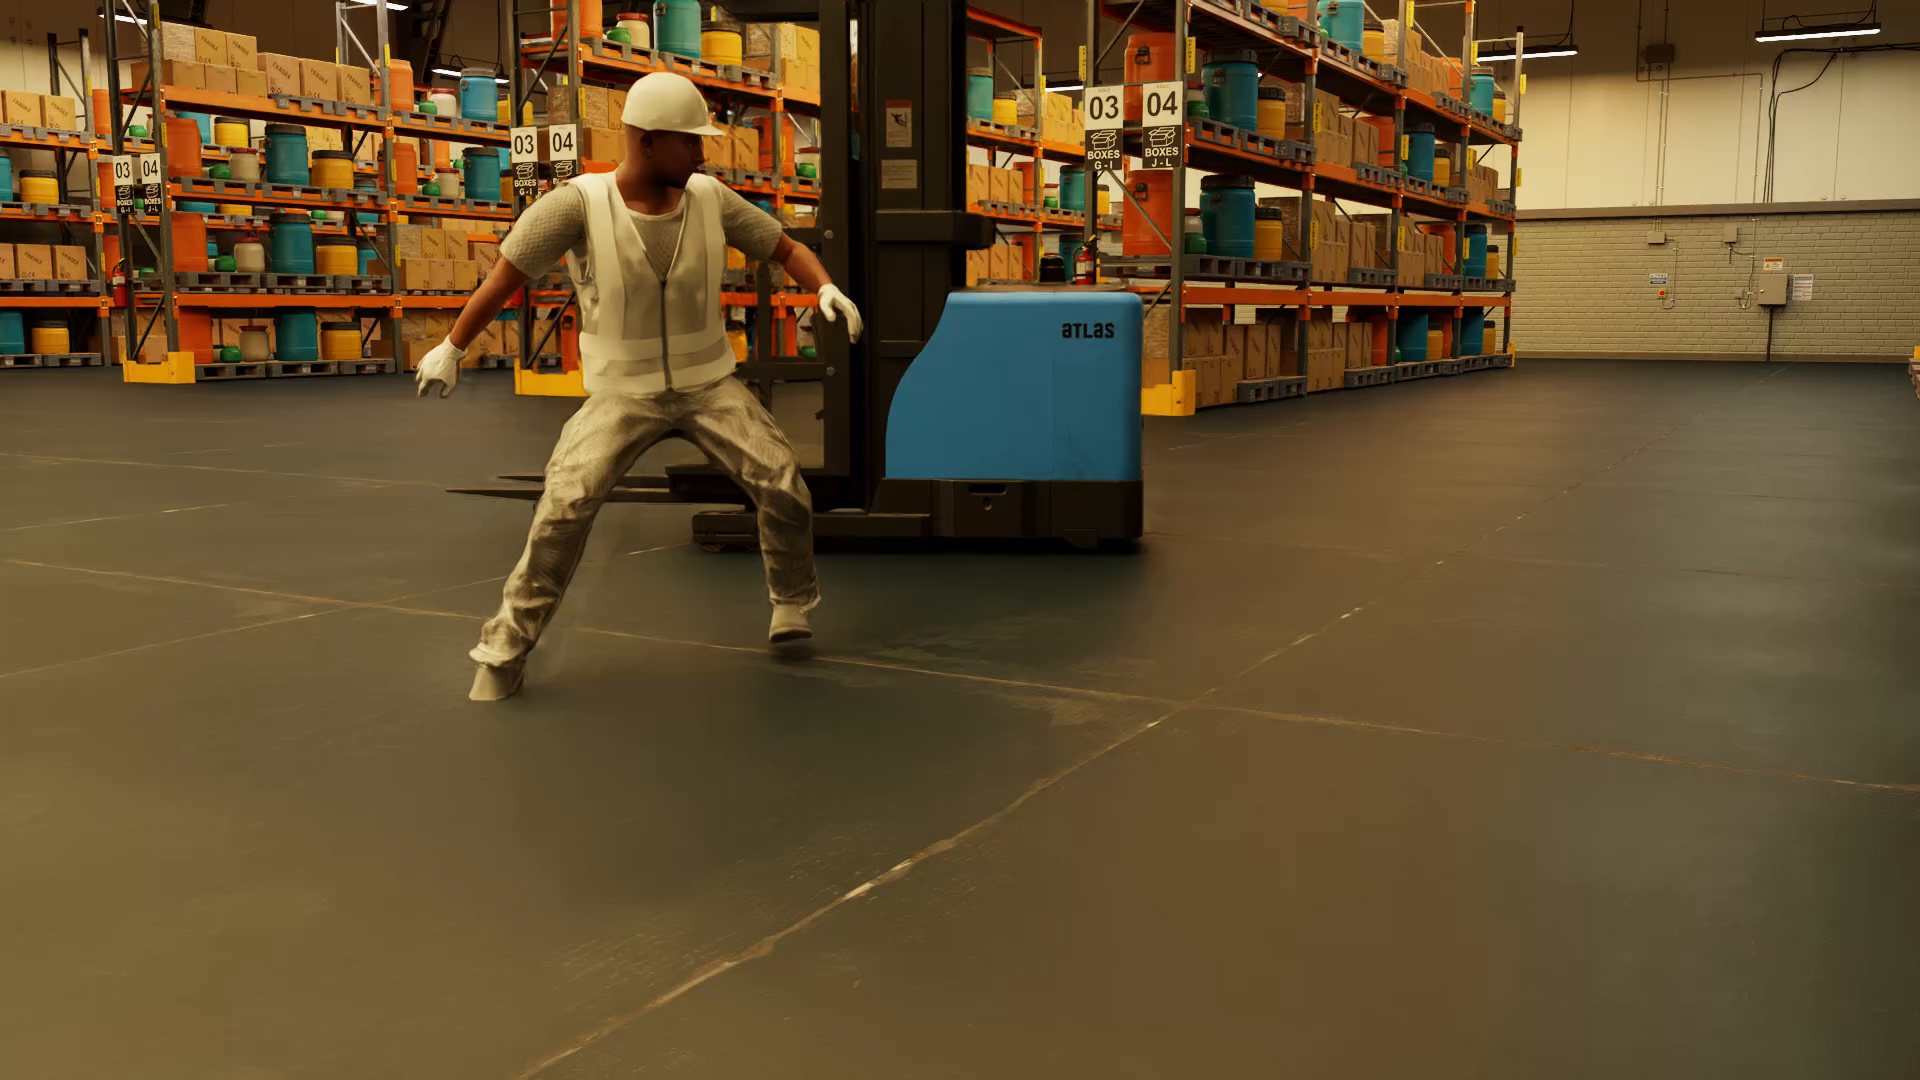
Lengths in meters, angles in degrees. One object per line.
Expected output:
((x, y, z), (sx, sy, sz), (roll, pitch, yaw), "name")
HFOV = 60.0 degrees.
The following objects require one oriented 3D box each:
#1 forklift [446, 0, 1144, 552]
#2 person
((-0.709, -1.474, 7.274), (3.031, 2.935, 1.130), (1, 8, 6), "forklift")
((-0.873, -0.372, 4.550), (1.147, 1.733, 0.583), (-3, 8, -20), "person")
